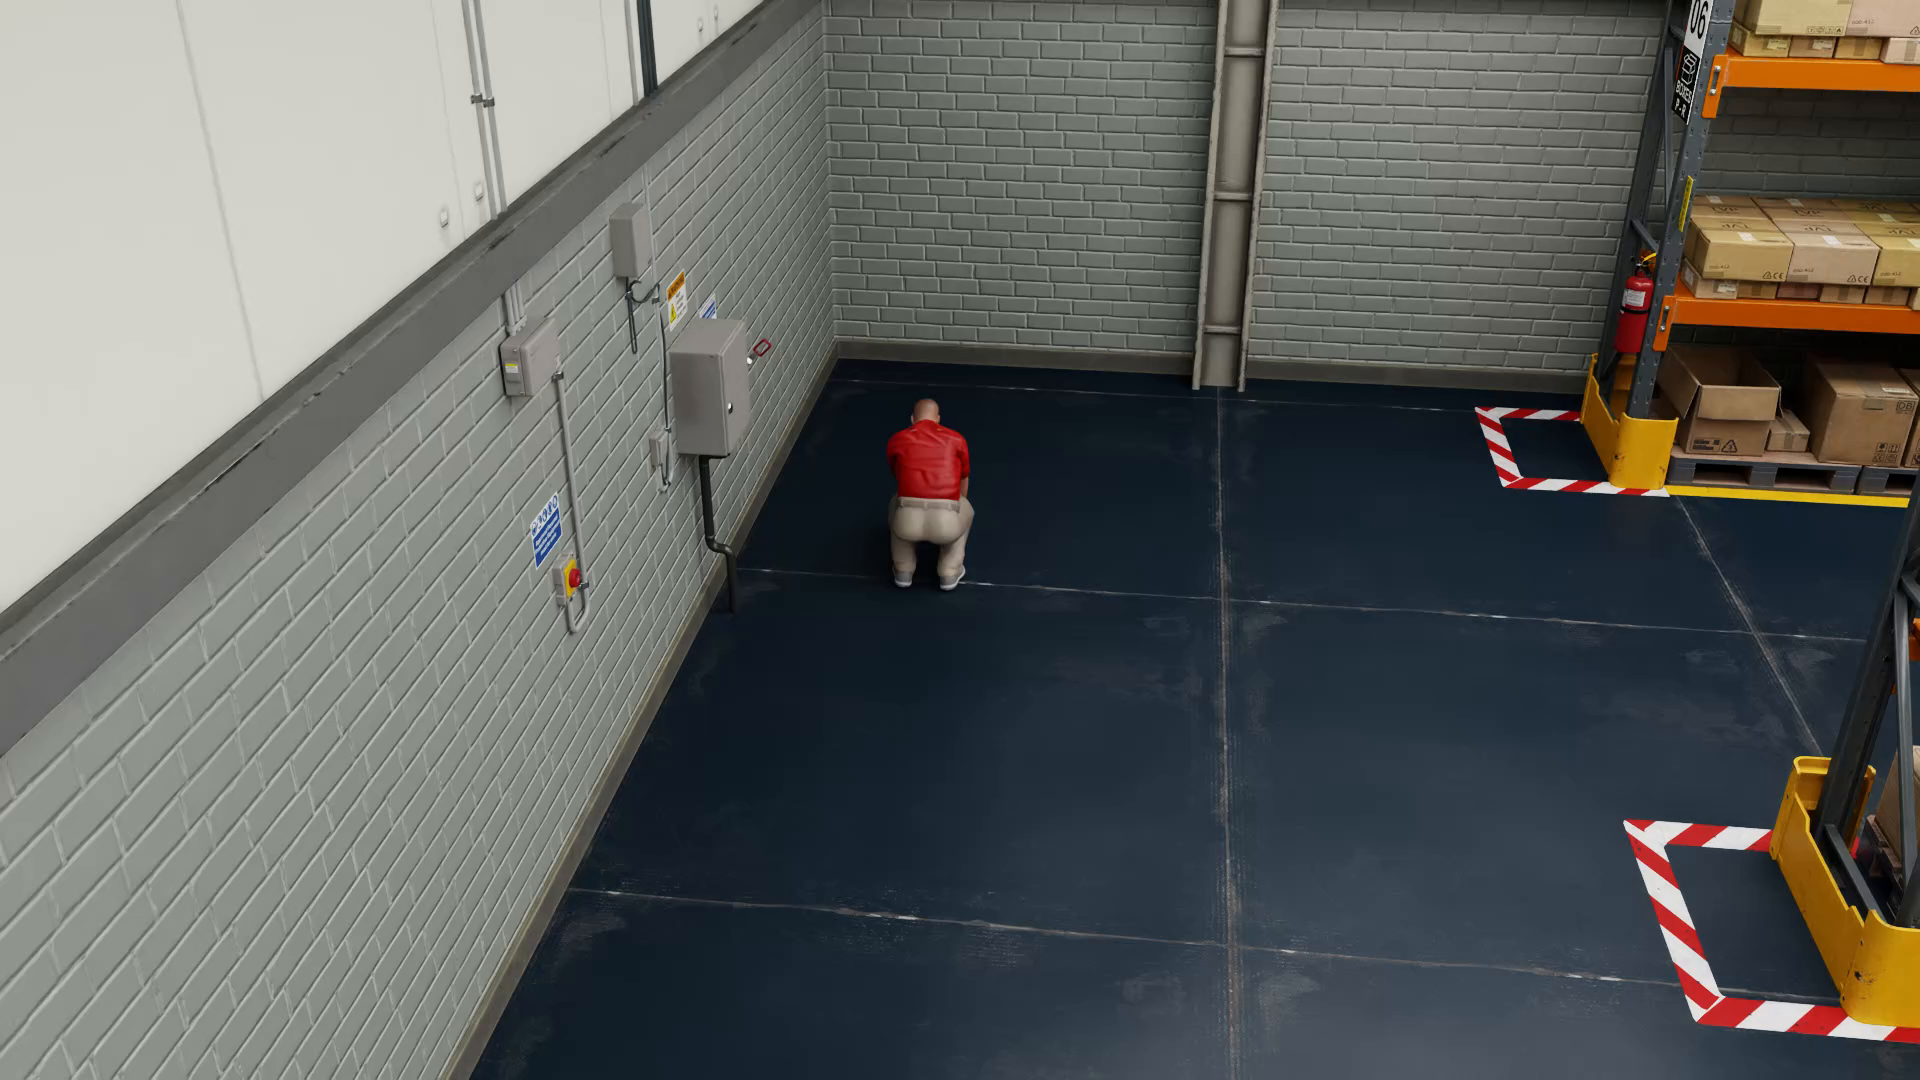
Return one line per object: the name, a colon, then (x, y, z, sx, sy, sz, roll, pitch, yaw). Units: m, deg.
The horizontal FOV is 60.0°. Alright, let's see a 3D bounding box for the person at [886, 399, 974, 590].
person: (-0.185, -0.239, 9.964, 0.533, 0.914, 0.891, 3, 28, 5)
